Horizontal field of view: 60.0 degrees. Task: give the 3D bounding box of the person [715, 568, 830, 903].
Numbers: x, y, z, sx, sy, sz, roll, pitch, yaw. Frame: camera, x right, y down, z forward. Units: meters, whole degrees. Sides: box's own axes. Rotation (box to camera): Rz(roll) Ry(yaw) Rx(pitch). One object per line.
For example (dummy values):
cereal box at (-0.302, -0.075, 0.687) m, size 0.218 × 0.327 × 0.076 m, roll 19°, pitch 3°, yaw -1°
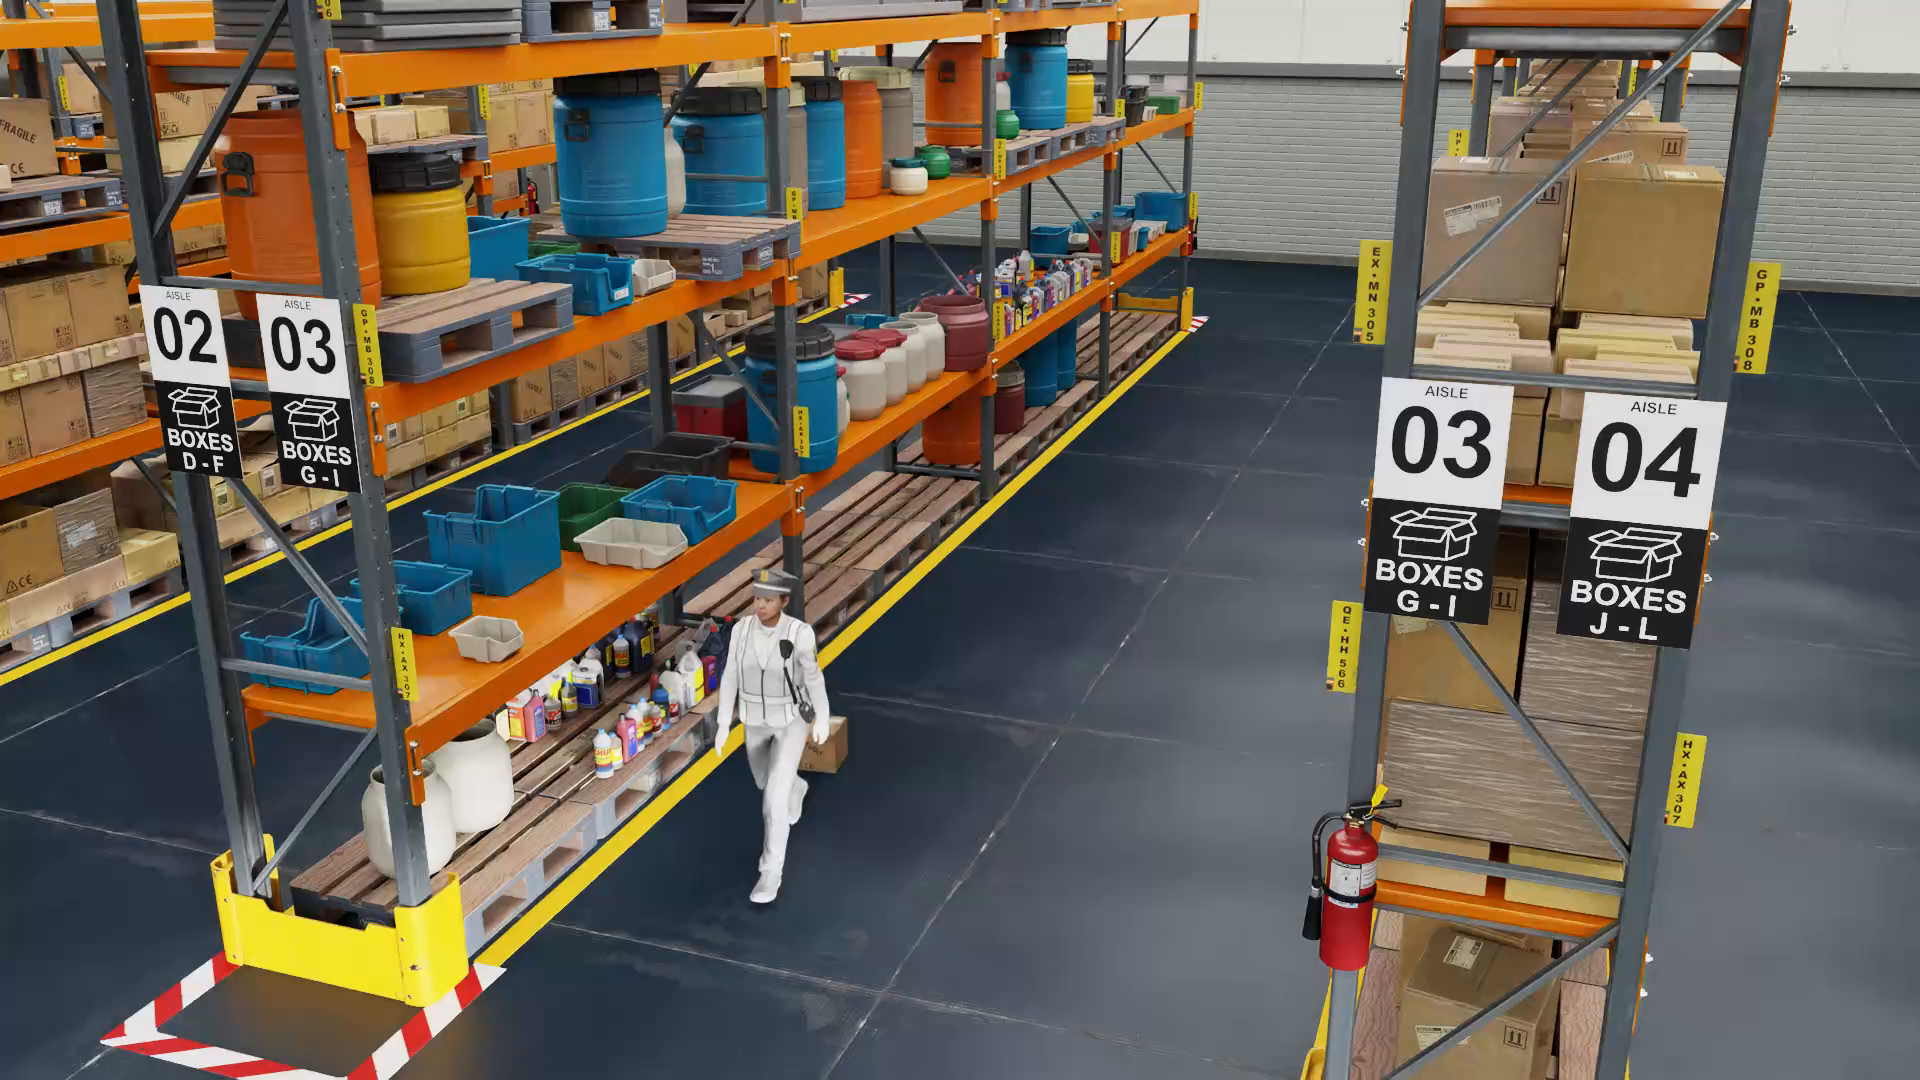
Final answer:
person at (-0.933, 0.882, 8.413) m, size 0.514 × 1.639 × 0.974 m, roll 5°, pitch 20°, yaw 16°
